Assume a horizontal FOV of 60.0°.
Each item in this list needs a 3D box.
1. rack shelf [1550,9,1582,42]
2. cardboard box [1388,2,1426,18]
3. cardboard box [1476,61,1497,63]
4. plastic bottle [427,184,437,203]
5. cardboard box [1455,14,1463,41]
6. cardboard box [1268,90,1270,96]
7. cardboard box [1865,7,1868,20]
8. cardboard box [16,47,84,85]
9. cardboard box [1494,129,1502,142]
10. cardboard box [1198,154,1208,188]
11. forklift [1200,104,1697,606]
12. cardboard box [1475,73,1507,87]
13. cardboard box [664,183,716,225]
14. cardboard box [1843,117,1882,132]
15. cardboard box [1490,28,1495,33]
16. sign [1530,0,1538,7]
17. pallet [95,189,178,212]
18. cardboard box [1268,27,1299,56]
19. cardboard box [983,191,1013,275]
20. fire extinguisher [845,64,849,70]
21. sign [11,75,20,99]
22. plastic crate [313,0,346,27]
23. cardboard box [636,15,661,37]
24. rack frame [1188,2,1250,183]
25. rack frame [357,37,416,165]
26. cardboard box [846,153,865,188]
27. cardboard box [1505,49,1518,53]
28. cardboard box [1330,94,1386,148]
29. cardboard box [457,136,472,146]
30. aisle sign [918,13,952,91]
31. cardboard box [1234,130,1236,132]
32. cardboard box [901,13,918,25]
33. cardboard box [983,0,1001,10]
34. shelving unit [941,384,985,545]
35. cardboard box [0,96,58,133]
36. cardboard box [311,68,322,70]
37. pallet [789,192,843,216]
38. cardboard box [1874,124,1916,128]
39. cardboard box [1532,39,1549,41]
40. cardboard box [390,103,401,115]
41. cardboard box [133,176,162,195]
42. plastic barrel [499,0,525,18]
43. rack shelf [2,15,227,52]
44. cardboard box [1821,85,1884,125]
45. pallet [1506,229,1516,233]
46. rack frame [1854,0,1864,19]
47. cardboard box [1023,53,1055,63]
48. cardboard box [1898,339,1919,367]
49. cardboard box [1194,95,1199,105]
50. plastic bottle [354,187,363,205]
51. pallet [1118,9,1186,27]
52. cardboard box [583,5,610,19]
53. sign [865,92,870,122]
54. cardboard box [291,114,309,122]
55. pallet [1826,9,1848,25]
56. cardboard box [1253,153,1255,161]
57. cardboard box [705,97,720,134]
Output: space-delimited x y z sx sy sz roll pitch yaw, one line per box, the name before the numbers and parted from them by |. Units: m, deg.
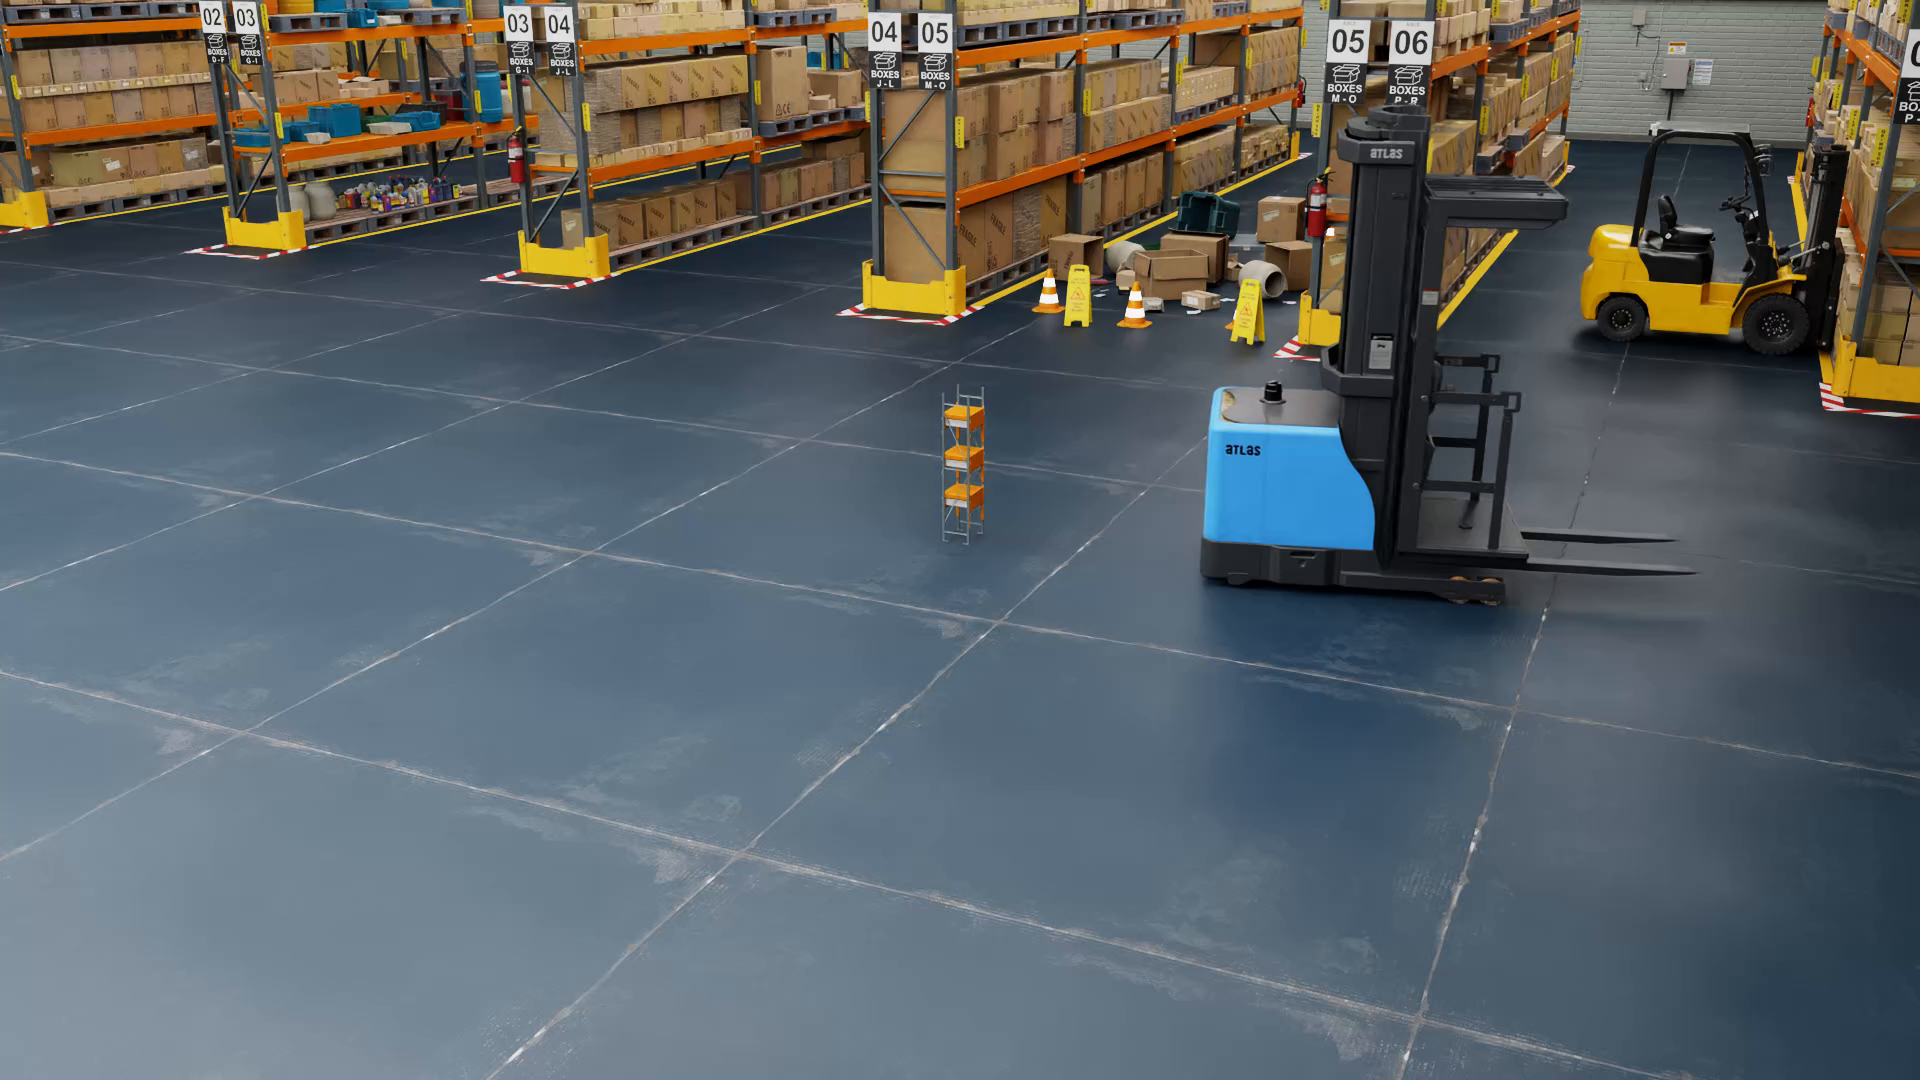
rack shelf | 9.781 -8.748 28.187 1.077 0.370 4.000 9 21 23
cardboard box | 4.380 -5.145 16.168 0.380 0.149 0.250 8 21 22
cardboard box | 7.500 -6.710 24.217 0.500 0.500 0.500 9 21 24
plastic bottle | -7.981 -5.233 25.104 0.061 0.283 0.133 10 22 26
cardboard box | 4.901 -5.308 17.220 0.500 0.250 0.500 9 22 24
cardboard box | 5.466 -8.211 30.457 0.380 0.149 0.250 9 21 24
cardboard box | 10.705 -6.090 19.239 0.380 0.149 0.250 8 21 22
cardboard box | -13.594 -7.091 24.846 0.700 0.500 0.500 8 21 21
cardboard box | 6.760 -5.216 21.408 0.380 0.149 0.250 9 22 25
cardboard box | 3.698 -6.001 26.970 0.500 0.500 0.500 8 21 21
forklift | 3.107 -1.166 10.375 3.031 2.935 1.130 3 20 9
cardboard box | 6.912 -5.991 21.651 0.380 0.149 0.250 7 21 20
cardboard box | -3.783 -4.704 23.322 0.500 0.500 0.500 17 26 40
cardboard box | 10.688 -4.911 19.683 0.380 0.149 0.250 8 21 21
cardboard box | 6.726 -6.831 21.570 0.797 0.503 0.637 9 21 23
sign | 7.818 -7.421 22.612 0.100 0.325 0.005 9 21 23
pallet | -13.253 -5.411 26.370 1.003 0.211 1.213 9 21 23
cardboard box | 6.082 -9.418 31.388 0.500 0.500 0.500 8 21 22
cardboard box | 0.067 -3.725 20.010 0.875 0.875 0.875 8 21 22
fire extinguisher | -2.483 -10.096 36.053 0.296 0.674 0.183 9 21 23
sign | -13.525 -6.481 23.807 0.100 0.325 0.005 9 21 23
plastic crate | -9.005 -7.463 23.525 0.392 0.384 0.575 9 21 23
cardboard box | -4.148 -6.518 21.066 0.500 0.250 0.500 8 21 22
rack frame | 4.405 -7.711 28.673 1.000 3.000 0.127 9 21 23
rack frame | -10.753 -8.560 31.061 1.000 3.000 0.127 9 21 23
cardboard box | -1.973 -6.021 26.997 0.700 0.500 0.500 7 21 20
cardboard box | 8.904 -7.763 27.178 0.500 0.500 0.500 8 21 22
cardboard box | 4.058 -4.238 16.825 0.700 0.500 0.500 8 21 21
cardboard box | -9.886 -8.003 32.568 0.500 0.500 0.500 8 21 22
aisle sign | -0.264 -5.204 17.746 0.394 0.787 0.004 9 21 23
cardboard box | 4.997 -7.550 30.961 0.380 0.149 0.250 9 21 24
cardboard box | -0.682 -5.730 18.227 0.380 0.149 0.250 9 21 23
cardboard box | 0.130 -6.038 18.497 0.500 0.250 0.500 8 21 22
shelving unit | 0.022 -0.511 11.339 0.215 1.050 0.252 9 21 23
cardboard box | -13.826 -6.302 24.564 0.700 0.500 0.500 9 21 23
cardboard box | -13.799 -9.968 35.365 0.380 0.149 0.250 9 21 23
pallet | -2.539 -5.275 25.987 1.003 0.211 1.213 9 21 23
cardboard box | 9.806 -4.278 17.460 0.380 0.149 0.250 9 21 24
cardboard box | 9.419 -8.027 26.955 0.380 0.149 0.250 9 21 24
cardboard box | -13.027 -9.849 37.789 0.700 0.500 0.500 8 21 22
cardboard box | -12.991 -5.608 26.238 0.500 0.250 0.500 9 21 23
plastic barrel | -7.327 -8.891 26.767 0.600 0.901 0.708 9 21 23
rack shelf | -13.210 -7.800 25.521 1.077 0.370 4.000 9 21 23
cardboard box | 12.557 -6.112 23.402 0.700 0.500 0.500 8 21 22
pallet | 7.716 -4.756 24.528 1.003 0.211 1.213 9 21 23
rack frame | 11.854 -7.986 20.495 1.000 3.000 0.127 9 21 23
cardboard box | 1.599 -9.883 33.442 0.500 0.500 0.500 9 21 23
cardboard box | 8.958 -1.740 15.361 0.500 0.250 0.500 9 21 23
cardboard box | 3.570 -7.005 26.438 0.380 0.149 0.250 9 22 24
plastic bottle | -8.974 -5.095 24.726 0.152 0.276 0.135 8 21 21
pallet | 2.552 -7.608 24.190 1.213 0.211 1.003 10 22 25
cardboard box | -4.475 -6.403 20.148 0.380 0.149 0.250 9 21 24
sign | -0.998 -4.778 18.346 0.100 0.325 0.005 9 21 23
cardboard box | -14.145 -9.157 35.323 0.750 0.750 0.750 9 22 24
pallet | 13.161 -7.517 23.934 1.213 0.211 1.003 9 21 23
cardboard box | 5.147 -6.968 30.214 0.380 0.149 0.250 8 21 20
cardboard box | -3.832 -5.887 22.951 0.875 0.500 0.500 9 21 23
